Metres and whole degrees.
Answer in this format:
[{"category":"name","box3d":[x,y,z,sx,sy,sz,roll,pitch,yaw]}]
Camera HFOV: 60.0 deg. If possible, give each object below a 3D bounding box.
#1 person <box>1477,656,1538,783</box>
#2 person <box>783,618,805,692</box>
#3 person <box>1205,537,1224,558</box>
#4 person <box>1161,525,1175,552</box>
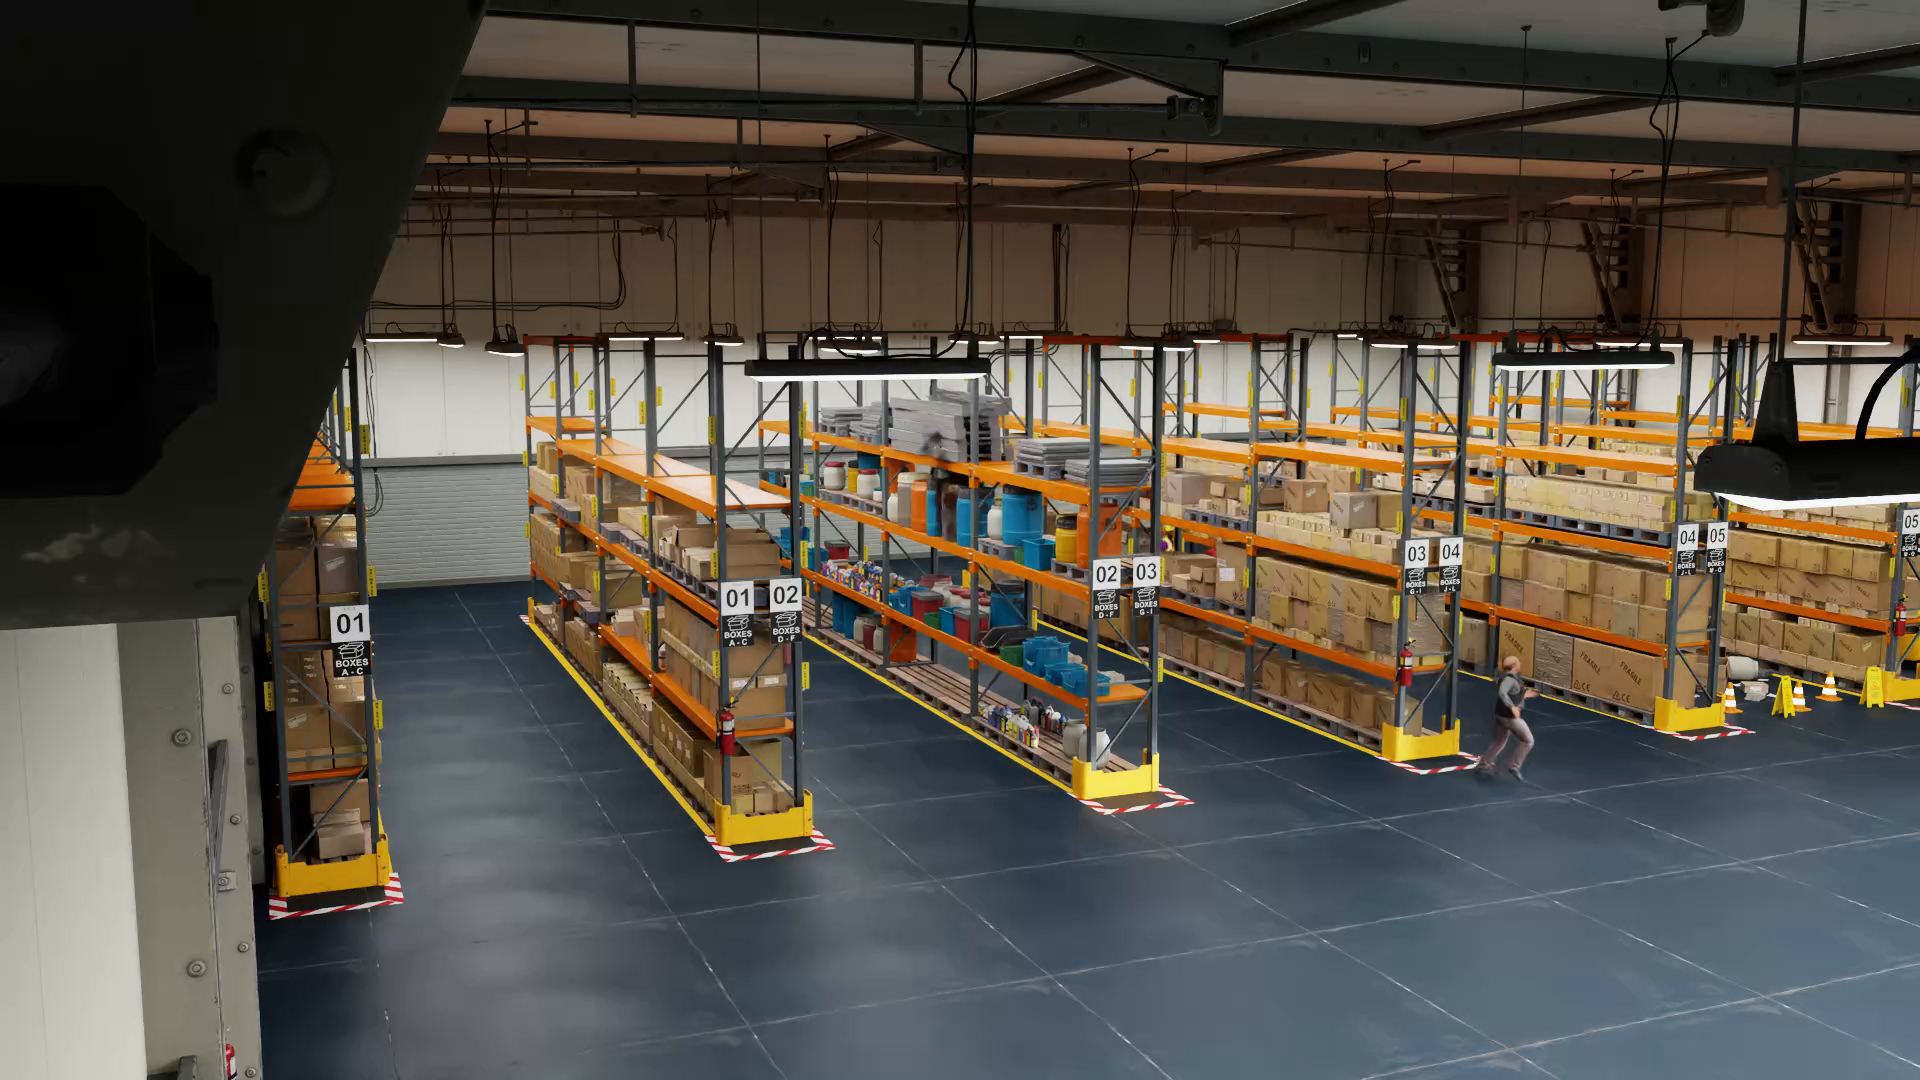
[{"category":"person","box3d":[7.549,2.462,22.818,0.803,1.750,0.688,0,8,1]},{"category":"person","box3d":[-2.770,1.621,27.166,0.593,1.642,0.894,-5,9,-32]},{"category":"person","box3d":[5.540,0.791,35.583,0.641,1.724,1.039,-3,8,-24]},{"category":"person","box3d":[4.639,0.580,36.646,0.677,1.823,0.738,-4,9,-27]}]
